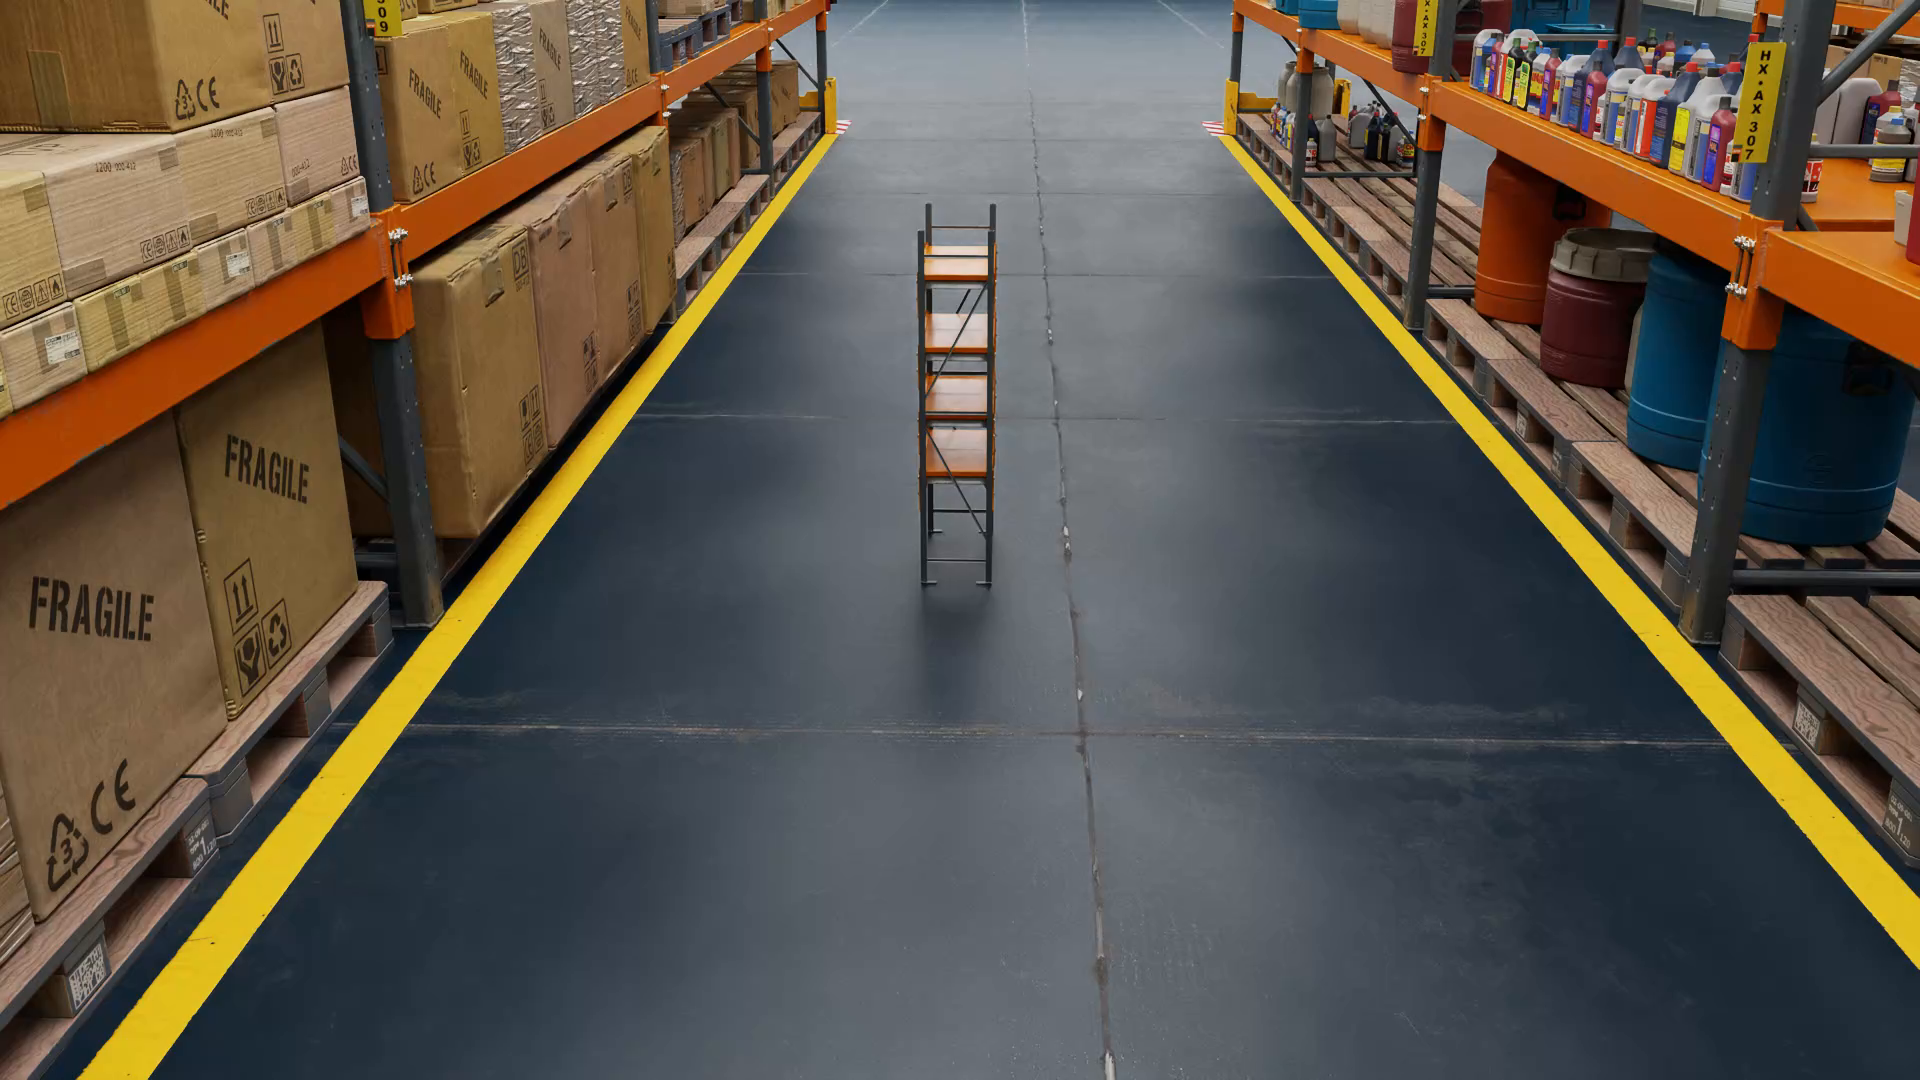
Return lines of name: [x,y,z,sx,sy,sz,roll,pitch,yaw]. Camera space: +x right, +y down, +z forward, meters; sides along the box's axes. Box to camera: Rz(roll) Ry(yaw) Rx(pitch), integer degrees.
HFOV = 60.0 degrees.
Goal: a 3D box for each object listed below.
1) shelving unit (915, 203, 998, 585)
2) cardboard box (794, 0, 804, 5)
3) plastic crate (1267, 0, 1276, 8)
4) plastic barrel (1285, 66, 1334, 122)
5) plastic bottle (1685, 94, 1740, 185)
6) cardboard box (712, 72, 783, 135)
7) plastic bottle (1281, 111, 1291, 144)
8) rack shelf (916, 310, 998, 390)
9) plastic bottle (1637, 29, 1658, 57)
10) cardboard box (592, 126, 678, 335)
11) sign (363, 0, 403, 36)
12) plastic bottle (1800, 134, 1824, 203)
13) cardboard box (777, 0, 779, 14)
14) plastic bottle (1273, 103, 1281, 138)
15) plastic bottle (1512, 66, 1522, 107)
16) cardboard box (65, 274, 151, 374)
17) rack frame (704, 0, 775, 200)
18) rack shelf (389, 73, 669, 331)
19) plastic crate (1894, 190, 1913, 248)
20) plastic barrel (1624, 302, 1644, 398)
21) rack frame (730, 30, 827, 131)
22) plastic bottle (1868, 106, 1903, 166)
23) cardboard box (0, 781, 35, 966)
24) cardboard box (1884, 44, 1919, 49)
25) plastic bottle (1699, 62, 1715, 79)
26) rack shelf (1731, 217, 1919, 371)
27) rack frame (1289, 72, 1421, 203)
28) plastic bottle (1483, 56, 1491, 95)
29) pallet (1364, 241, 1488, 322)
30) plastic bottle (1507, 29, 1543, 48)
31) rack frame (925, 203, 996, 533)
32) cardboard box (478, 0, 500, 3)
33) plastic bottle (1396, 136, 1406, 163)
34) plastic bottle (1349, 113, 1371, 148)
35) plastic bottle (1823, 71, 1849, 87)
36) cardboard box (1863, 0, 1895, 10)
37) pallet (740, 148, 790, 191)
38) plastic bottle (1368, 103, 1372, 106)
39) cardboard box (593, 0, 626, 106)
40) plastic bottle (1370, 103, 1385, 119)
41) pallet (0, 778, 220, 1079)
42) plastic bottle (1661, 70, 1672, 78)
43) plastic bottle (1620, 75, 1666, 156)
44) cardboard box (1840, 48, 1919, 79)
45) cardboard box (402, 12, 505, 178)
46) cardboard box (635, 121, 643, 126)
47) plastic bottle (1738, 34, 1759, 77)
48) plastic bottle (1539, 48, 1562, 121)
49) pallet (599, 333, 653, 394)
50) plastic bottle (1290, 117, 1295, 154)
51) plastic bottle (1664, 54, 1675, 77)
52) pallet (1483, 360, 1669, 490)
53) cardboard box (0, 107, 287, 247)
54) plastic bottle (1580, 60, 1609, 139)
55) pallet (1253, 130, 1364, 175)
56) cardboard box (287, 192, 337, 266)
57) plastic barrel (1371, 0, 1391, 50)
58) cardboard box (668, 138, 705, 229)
shelving unit: [-0.005,-0.500,5.658,0.258,1.200,0.503,1,21,2]
cardboard box: [-1.552,-4.710,14.369,0.380,0.149,0.250,1,21,2]
plastic crate: [2.816,-4.442,13.695,0.530,0.136,0.437,1,21,2]
plastic barrel: [3.183,-4.037,15.146,0.421,0.512,0.421,0,21,0]
plastic bottle: [2.477,-1.303,5.412,0.152,0.276,0.135,1,21,2]
cardboard box: [-1.867,-3.838,14.649,0.500,0.500,0.500,3,21,7]
plastic bottle: [2.755,-3.469,13.987,0.097,0.271,0.097,0,21,0]
rack shelf: [-0.005,-0.645,5.601,0.258,0.148,0.480,1,21,2]
plastic bottle: [3.312,-2.324,8.032,0.061,0.283,0.133,1,21,2]
cardboard box: [-2.094,-1.539,8.206,1.225,0.875,0.875,0,21,-1]
sign: [-1.619,-1.572,4.628,0.100,0.325,0.005,1,21,2]
plastic bottle: [2.591,-1.141,5.099,0.097,0.201,0.097,0,21,0]
cardboard box: [-1.623,-4.168,12.971,0.380,0.149,0.250,1,21,2]
plastic bottle: [2.750,-3.626,14.376,0.061,0.283,0.133,1,21,3]
plastic bottle: [2.513,-2.026,7.379,0.097,0.201,0.097,0,21,0]
cardboard box: [-1.895,-0.442,3.368,0.380,0.149,0.250,0,21,1]
rack frame: [-1.931,-4.030,12.268,1.000,3.000,0.127,1,21,2]
rack shelf: [-2.113,-1.525,6.807,1.077,0.370,4.000,1,21,2]
plastic crate: [2.620,-0.821,4.280,0.396,0.136,0.243,1,21,2]
plastic barrel: [2.938,-0.774,6.737,0.421,0.512,0.421,0,21,0]
rack frame: [-1.809,-5.476,15.995,1.000,3.000,0.127,1,21,2]
plastic bottle: [3.219,-1.398,5.759,0.097,0.201,0.097,0,21,0]
cardboard box: [-2.329,0.543,2.841,0.875,0.875,0.875,1,21,2]
cardboard box: [8.358,-4.070,14.556,0.500,0.500,0.500,1,21,2]
plastic bottle: [3.269,-1.984,7.271,0.097,0.201,0.097,0,21,0]
rack shelf: [2.716,-0.024,2.939,1.077,0.370,4.000,1,21,2]
rack frame: [3.020,-3.975,12.127,1.000,3.000,0.127,1,21,2]
plastic bottle: [2.528,-2.207,7.844,0.097,0.201,0.097,0,21,0]
pallet: [2.961,-1.509,9.625,1.003,0.211,1.213,1,21,2]
plastic bottle: [2.714,-2.317,8.024,0.152,0.276,0.135,1,21,2]
rack frame: [0.002,-0.588,5.885,0.240,1.200,0.015,1,21,2]
cardboard box: [-2.127,-2.355,6.428,0.797,0.503,0.637,1,21,3]
plastic bottle: [3.474,-3.060,13.028,0.097,0.201,0.097,0,21,0]
plastic bottle: [3.329,-3.412,13.834,0.152,0.276,0.135,1,21,2]
plastic bottle: [3.207,-1.607,6.195,0.152,0.276,0.135,1,21,2]
cardboard box: [8.021,-4.684,13.815,0.700,0.500,0.500,1,21,3]
pallet: [-1.946,-2.973,13.399,1.003,0.211,1.213,1,21,2]
plastic bottle: [3.539,-3.649,14.433,0.061,0.283,0.133,1,21,3]
cardboard box: [-1.841,-2.269,7.591,0.500,0.500,0.500,0,21,1]
plastic bottle: [3.478,-3.455,13.839,0.144,0.351,0.185,0,21,1]
pallet: [-2.310,0.879,3.471,1.003,0.211,1.213,1,21,2]
plastic bottle: [2.628,-1.621,6.238,0.097,0.271,0.097,0,21,0]
plastic bottle: [2.496,-1.534,6.007,0.152,0.276,0.135,1,21,2]
cardboard box: [7.806,-3.895,14.106,0.500,0.500,0.500,1,21,2]
cardboard box: [-1.896,-1.529,5.685,0.500,0.500,0.500,1,21,2]
cardboard box: [-2.062,-2.215,9.403,0.500,0.250,0.500,1,21,4]
plastic bottle: [3.231,-1.885,6.808,0.144,0.351,0.185,1,21,2]
plastic bottle: [2.481,-1.904,6.952,0.061,0.283,0.133,1,21,2]
pallet: [-2.152,-0.999,8.312,1.003,0.211,1.213,1,21,2]
plastic bottle: [2.721,-3.279,13.479,0.061,0.283,0.133,2,21,5]
plastic bottle: [3.281,-2.125,7.634,0.097,0.201,0.097,0,21,0]
pallet: [2.876,-0.503,7.035,1.003,0.211,1.213,1,21,2]
cardboard box: [-1.939,-0.856,3.885,0.500,0.250,0.500,1,21,3]
plastic bottle: [2.464,-1.705,6.439,0.061,0.283,0.133,1,21,2]
pallet: [3.116,-3.360,14.396,1.003,0.211,1.213,1,21,2]
cardboard box: [-1.864,-0.813,4.325,0.380,0.149,0.250,1,21,3]
plastic barrel: [2.736,-3.273,10.131,0.433,0.535,0.433,0,21,0]
cardboard box: [-2.038,-2.271,10.584,0.700,0.500,0.500,2,21,6]
